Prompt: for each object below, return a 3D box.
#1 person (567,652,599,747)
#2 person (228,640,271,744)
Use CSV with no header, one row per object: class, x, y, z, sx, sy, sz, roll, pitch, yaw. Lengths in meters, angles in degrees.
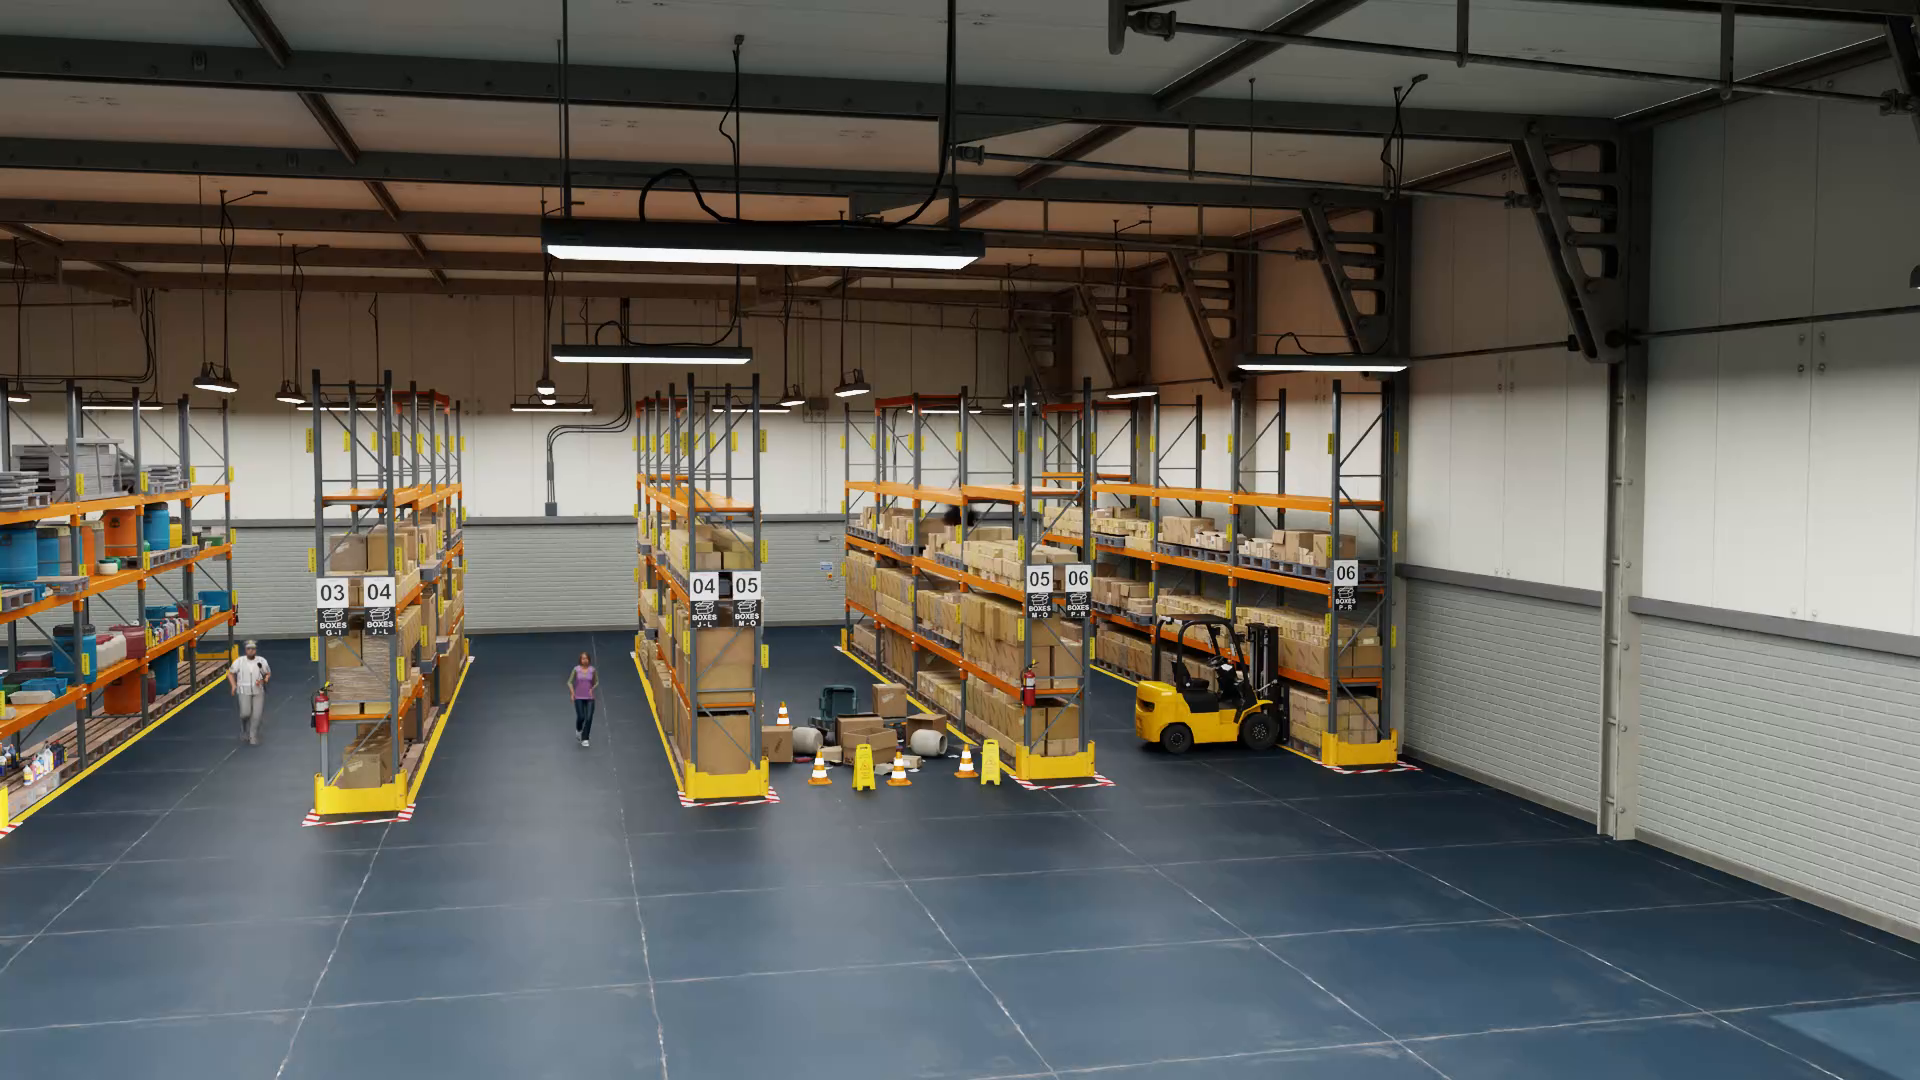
person,-6.207,2.638,27.462,0.503,1.559,0.493,-1,3,-19
person,-11.777,2.532,27.625,0.651,1.735,0.602,-2,4,-29
